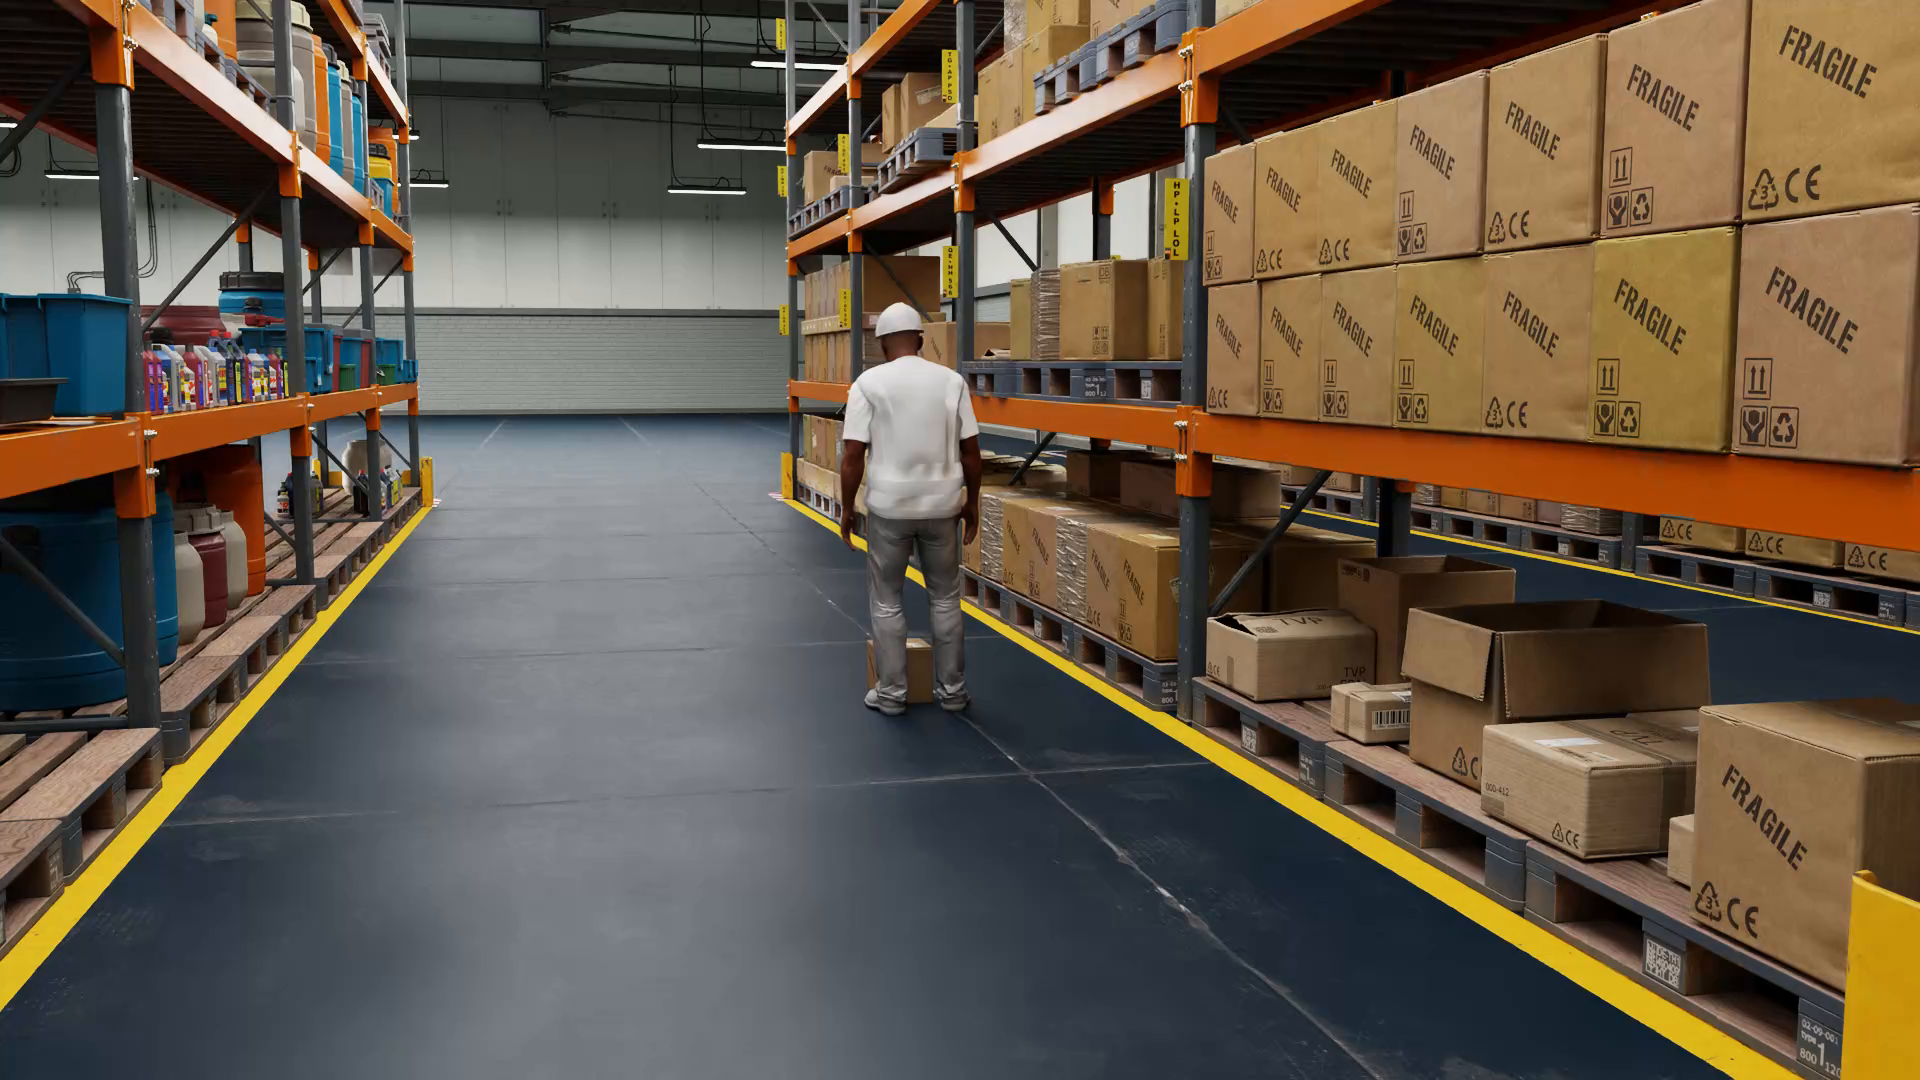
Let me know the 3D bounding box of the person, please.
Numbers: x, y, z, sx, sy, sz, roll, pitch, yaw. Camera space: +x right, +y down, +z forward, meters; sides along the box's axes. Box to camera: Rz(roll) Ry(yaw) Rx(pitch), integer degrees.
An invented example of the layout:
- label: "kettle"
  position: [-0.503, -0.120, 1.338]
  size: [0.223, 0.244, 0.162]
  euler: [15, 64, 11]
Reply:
- label: "person"
  position: [-0.216, -0.137, 7.166]
  size: [0.629, 1.759, 0.460]
  euler: [-2, 6, -16]
